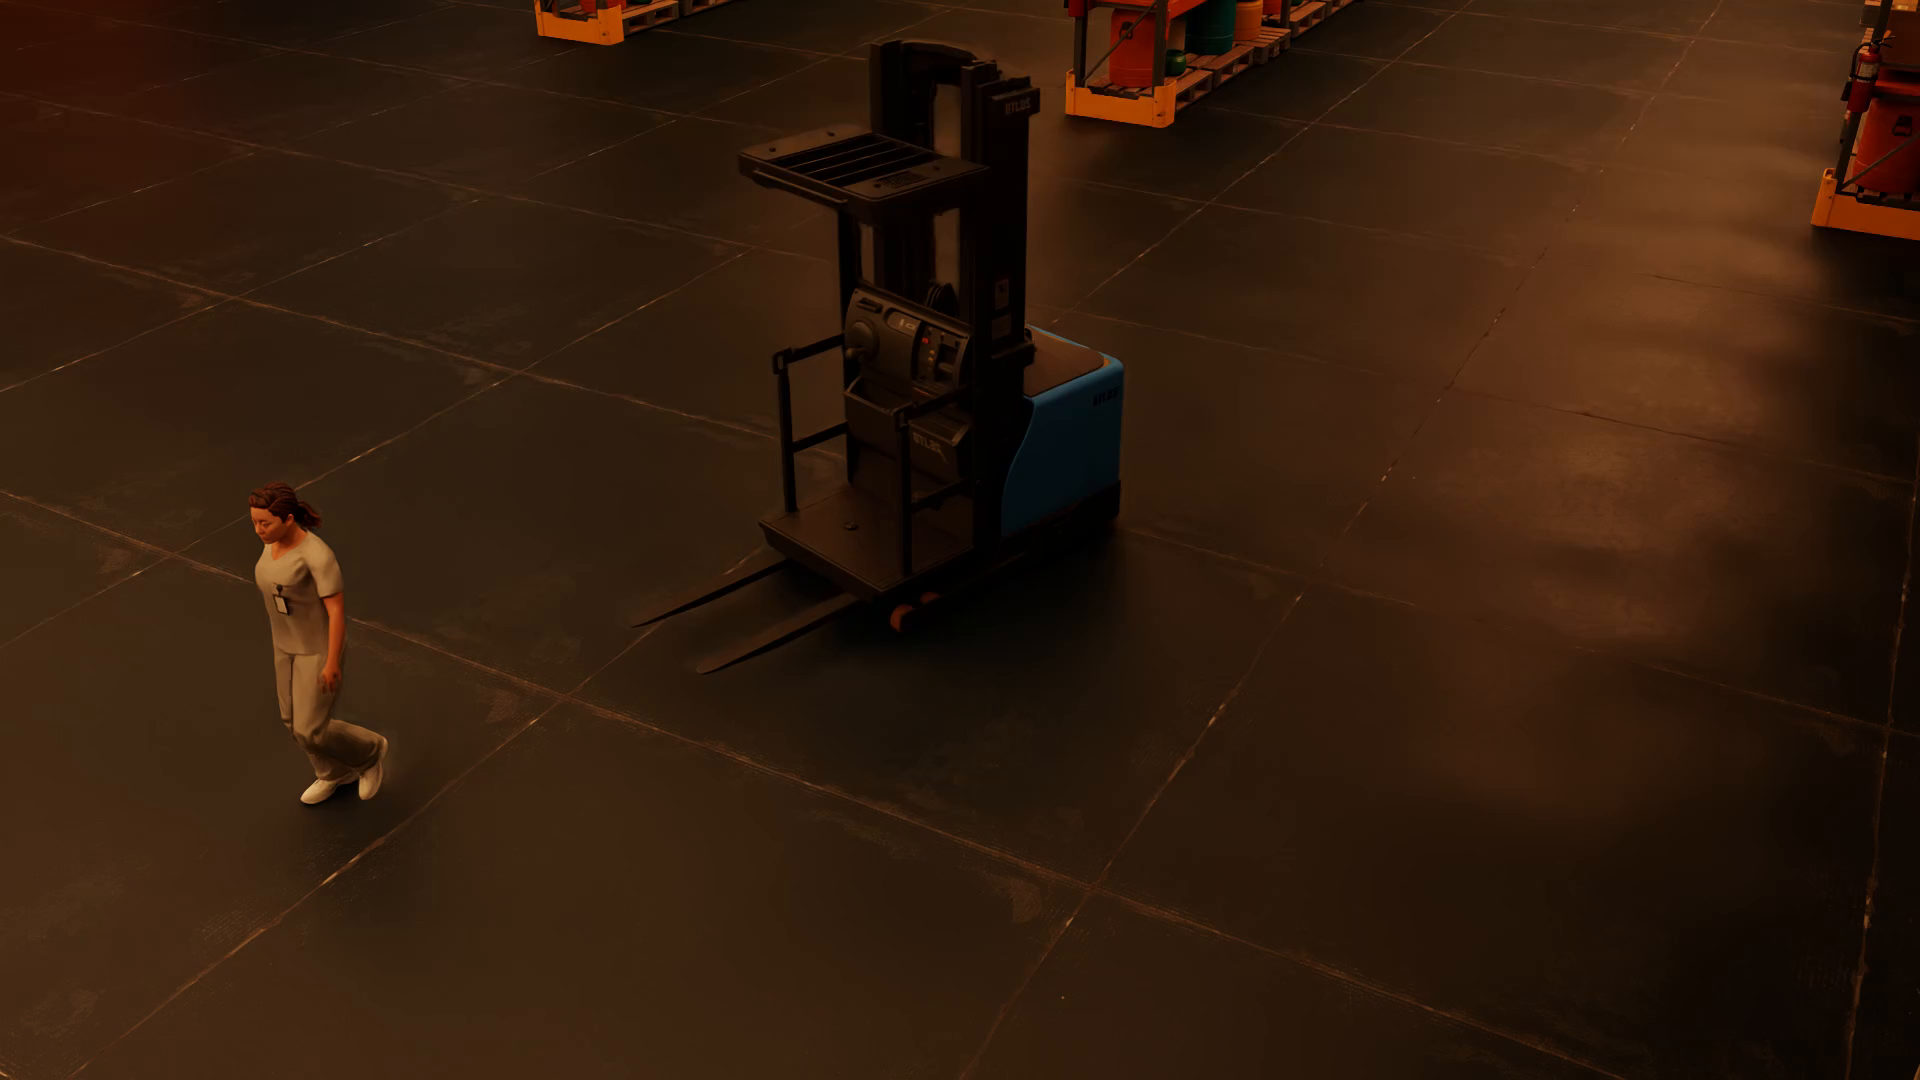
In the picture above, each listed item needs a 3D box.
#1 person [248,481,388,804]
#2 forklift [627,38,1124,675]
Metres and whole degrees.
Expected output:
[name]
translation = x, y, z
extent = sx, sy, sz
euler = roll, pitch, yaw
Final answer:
[person]
translation = -2.953, 0.496, 7.491
extent = 0.594, 1.655, 0.460
euler = 17, 34, 27
[forklift]
translation = -0.442, -1.043, 8.879
extent = 3.031, 2.935, 1.130
euler = -26, 39, -37
